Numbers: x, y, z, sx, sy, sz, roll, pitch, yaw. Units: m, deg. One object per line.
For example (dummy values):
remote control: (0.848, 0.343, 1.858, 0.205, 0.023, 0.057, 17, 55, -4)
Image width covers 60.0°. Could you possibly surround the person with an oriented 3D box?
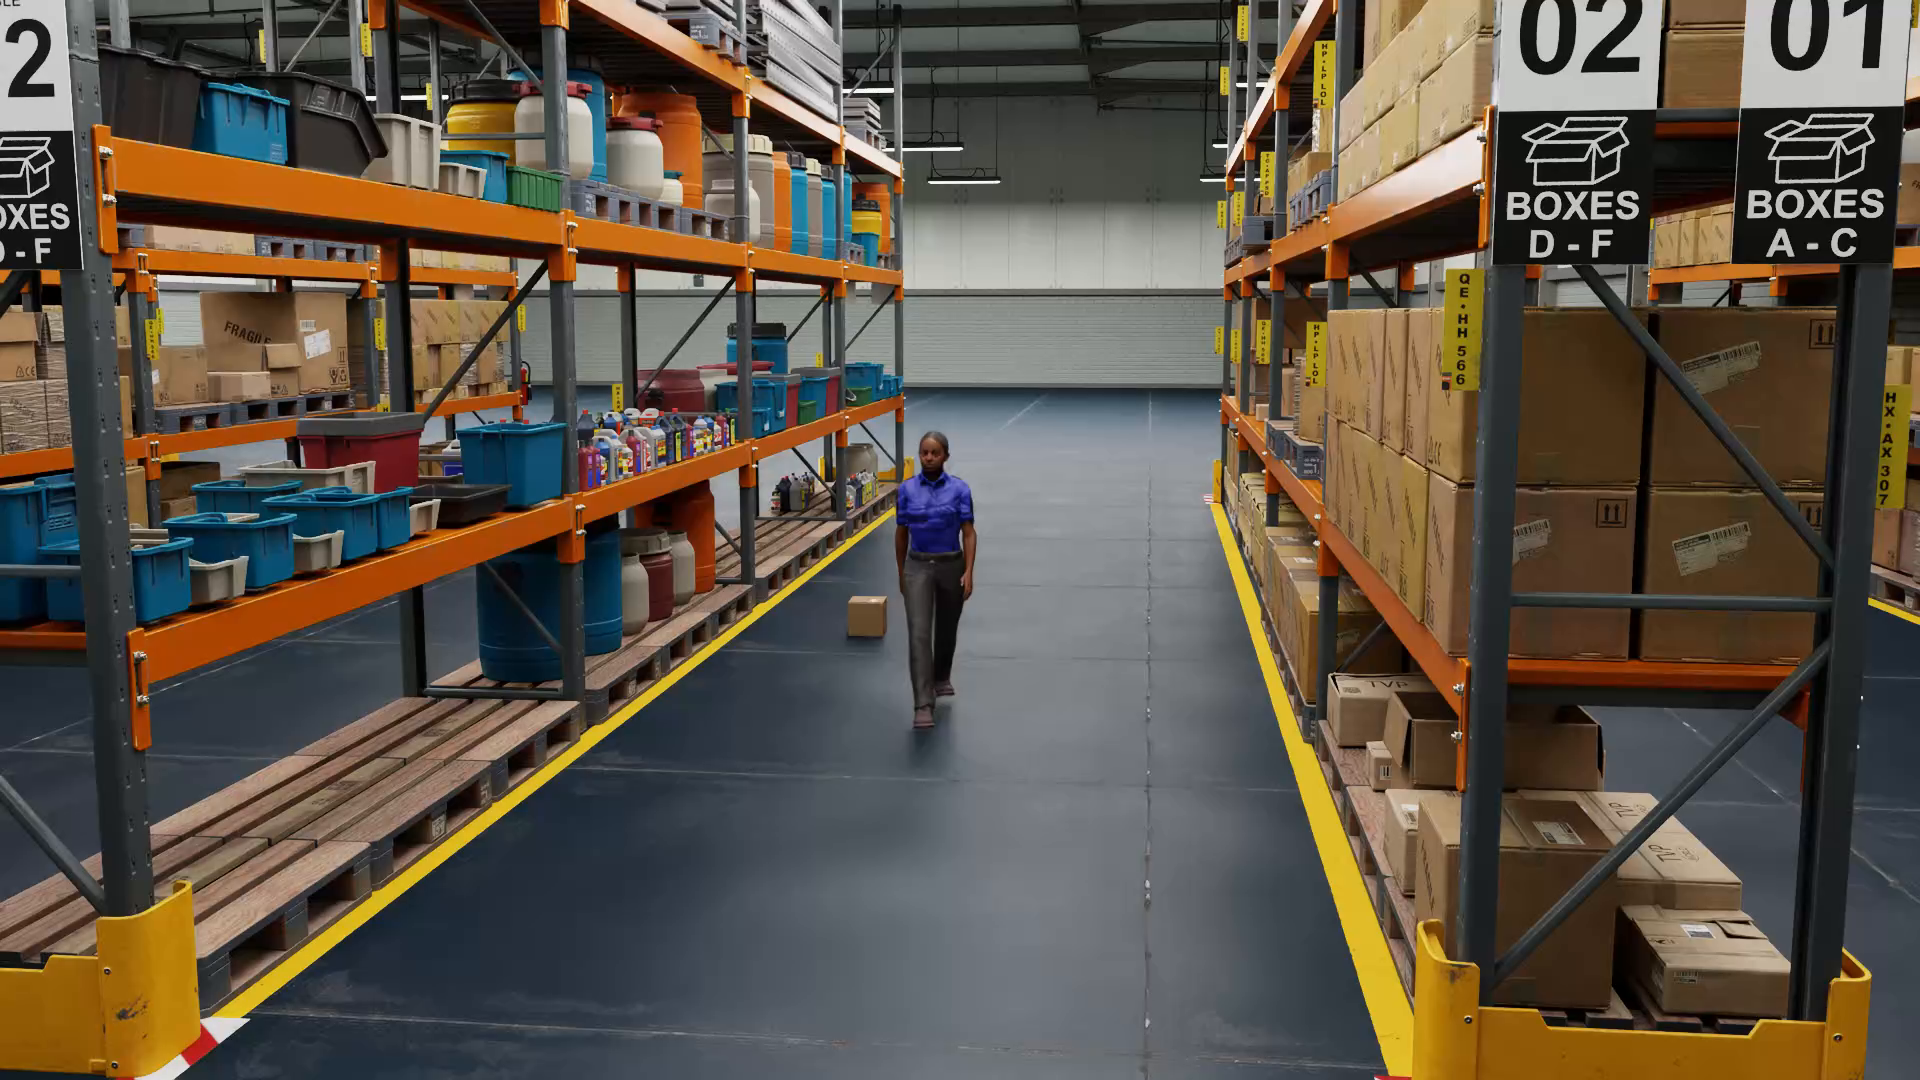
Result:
person: (-0.134, 0.186, 9.373, 0.452, 1.596, 1.017, -1, 8, -5)
